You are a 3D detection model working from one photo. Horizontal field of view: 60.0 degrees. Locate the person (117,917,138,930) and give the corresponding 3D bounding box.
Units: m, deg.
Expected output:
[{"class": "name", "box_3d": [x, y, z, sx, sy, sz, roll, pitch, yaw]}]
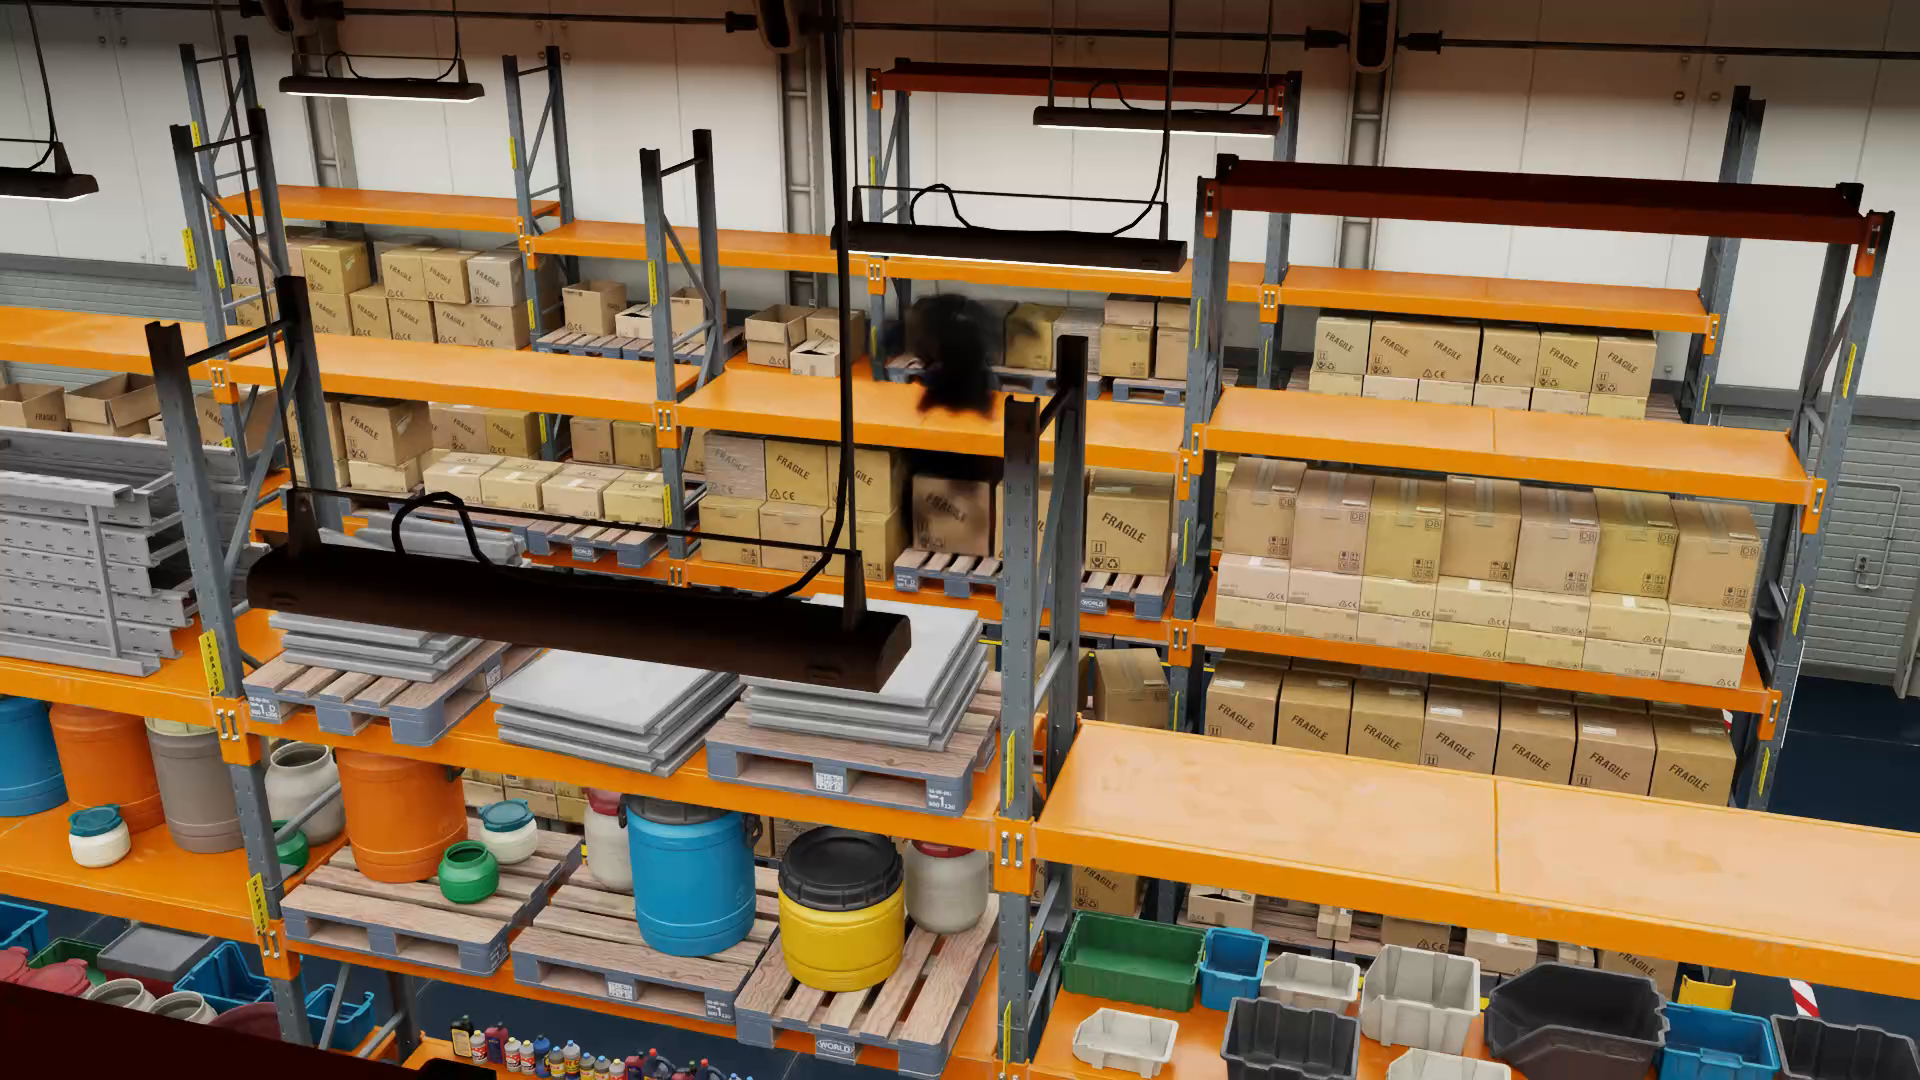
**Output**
[{"class": "person", "box_3d": [-5.778, 2.793, 12.078, 1.060, 1.523, 0.598, 18, 28, 36]}]
